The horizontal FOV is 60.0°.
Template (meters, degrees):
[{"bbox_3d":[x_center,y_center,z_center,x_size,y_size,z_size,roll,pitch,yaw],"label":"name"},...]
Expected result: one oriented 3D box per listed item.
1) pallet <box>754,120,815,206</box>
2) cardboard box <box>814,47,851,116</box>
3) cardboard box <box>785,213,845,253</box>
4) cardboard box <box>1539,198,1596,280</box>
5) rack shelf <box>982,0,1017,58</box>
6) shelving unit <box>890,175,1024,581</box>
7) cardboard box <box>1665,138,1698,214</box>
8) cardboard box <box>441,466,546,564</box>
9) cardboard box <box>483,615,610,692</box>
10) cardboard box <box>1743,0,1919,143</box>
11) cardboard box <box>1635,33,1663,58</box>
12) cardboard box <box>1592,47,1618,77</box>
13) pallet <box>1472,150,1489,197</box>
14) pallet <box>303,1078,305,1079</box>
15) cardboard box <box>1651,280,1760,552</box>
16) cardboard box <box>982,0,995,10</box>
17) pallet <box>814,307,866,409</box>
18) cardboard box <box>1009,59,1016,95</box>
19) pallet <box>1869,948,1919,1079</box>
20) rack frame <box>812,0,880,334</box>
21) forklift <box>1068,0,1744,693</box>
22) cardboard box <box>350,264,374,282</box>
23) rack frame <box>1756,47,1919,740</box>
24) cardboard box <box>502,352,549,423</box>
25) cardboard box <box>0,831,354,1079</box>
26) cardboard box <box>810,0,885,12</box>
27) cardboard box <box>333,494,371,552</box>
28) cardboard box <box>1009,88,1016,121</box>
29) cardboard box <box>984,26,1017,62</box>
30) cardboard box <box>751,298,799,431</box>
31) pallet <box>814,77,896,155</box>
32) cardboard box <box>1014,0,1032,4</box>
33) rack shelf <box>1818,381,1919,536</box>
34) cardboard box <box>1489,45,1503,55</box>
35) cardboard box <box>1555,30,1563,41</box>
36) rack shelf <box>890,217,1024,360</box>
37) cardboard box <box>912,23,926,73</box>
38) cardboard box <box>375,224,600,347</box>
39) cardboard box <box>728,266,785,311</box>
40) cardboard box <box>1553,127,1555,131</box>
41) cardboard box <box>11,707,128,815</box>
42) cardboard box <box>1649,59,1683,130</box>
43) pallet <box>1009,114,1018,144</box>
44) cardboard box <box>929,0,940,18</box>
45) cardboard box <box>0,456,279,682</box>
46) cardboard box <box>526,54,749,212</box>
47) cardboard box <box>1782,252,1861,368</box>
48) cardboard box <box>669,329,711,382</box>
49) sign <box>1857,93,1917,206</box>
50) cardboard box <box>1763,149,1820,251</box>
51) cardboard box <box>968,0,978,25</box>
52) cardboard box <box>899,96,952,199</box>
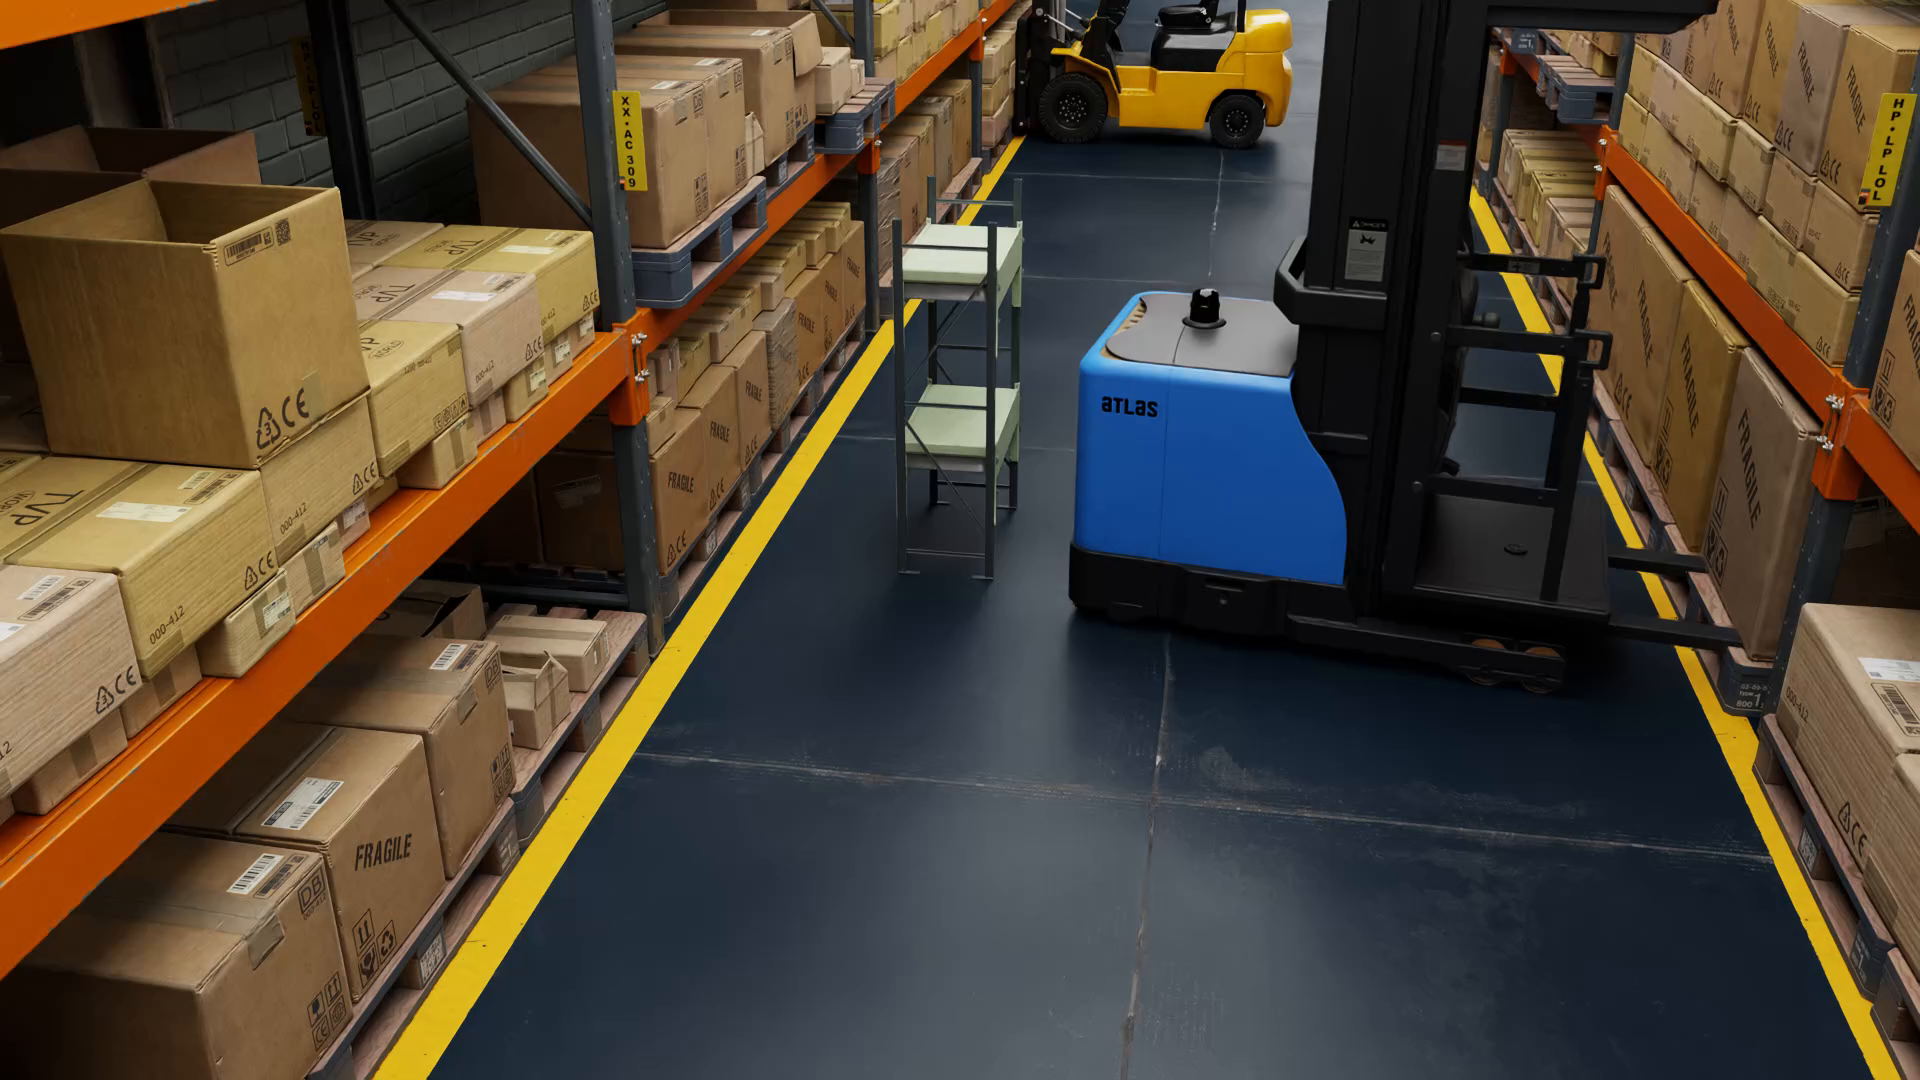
[{"bbox_3d":[-1.294,-1.737,7.649,1.003,0.211,1.213,4,25,9],"label":"pallet"},{"bbox_3d":[-0.834,-2.296,8.299,0.500,0.250,0.500,3,25,6],"label":"cardboard box"},{"bbox_3d":[-0.826,-1.649,8.923,0.380,0.149,0.250,3,25,6],"label":"cardboard box"},{"bbox_3d":[4.132,-1.840,10.247,0.950,0.372,0.625,4,25,8],"label":"cardboard box"},{"bbox_3d":[0.000,-4.821,14.860,1.077,0.370,4.000,4,25,9],"label":"rack shelf"},{"bbox_3d":[0.001,-0.682,6.938,0.431,1.500,0.755,4,25,9],"label":"shelving unit"},{"bbox_3d":[3.431,-1.605,7.318,0.500,0.250,0.500,5,26,10],"label":"cardboard box"},{"bbox_3d":[-1.846,-0.249,6.696,0.500,0.500,0.500,4,25,8],"label":"cardboard box"},{"bbox_3d":[-1.436,0.390,5.747,0.380,0.149,0.250,3,25,7],"label":"cardboard box"},{"bbox_3d":[3.268,-1.752,6.158,0.500,0.500,0.500,5,26,10],"label":"cardboard box"},{"bbox_3d":[3.595,-2.604,7.977,0.500,0.500,0.500,3,25,7],"label":"cardboard box"},{"bbox_3d":[3.711,-2.642,9.157,0.380,0.149,0.250,4,25,9],"label":"cardboard box"},{"bbox_3d":[4.645,-2.989,13.386,1.003,0.211,1.213,4,25,9],"label":"pallet"},{"bbox_3d":[-2.147,1.606,3.570,1.003,0.211,1.213,4,25,9],"label":"pallet"},{"bbox_3d":[3.425,-0.493,6.777,0.875,0.875,0.875,5,26,10],"label":"cardboard box"},{"bbox_3d":[0.003,-4.523,13.257,0.500,0.500,0.500,3,25,7],"label":"cardboard box"},{"bbox_3d":[-1.140,-1.065,9.276,1.003,0.211,1.213,4,25,9],"label":"pallet"},{"bbox_3d":[0.230,-4.083,14.593,0.500,0.250,0.500,4,25,8],"label":"cardboard box"},{"bbox_3d":[2.864,1.465,3.871,1.003,0.211,1.213,4,25,9],"label":"pallet"},{"bbox_3d":[-0.981,-2.638,9.347,1.000,3.000,0.127,4,25,9],"label":"rack frame"},{"bbox_3d":[2.005,-1.022,5.976,3.031,2.935,1.130,8,26,16],"label":"forklift"},{"bbox_3d":[-2.057,-0.633,4.889,0.500,0.250,0.500,4,25,8],"label":"cardboard box"},{"bbox_3d":[3.263,-0.622,5.041,1.000,3.000,0.127,4,25,9],"label":"rack frame"},{"bbox_3d":[-1.477,-0.479,5.032,0.380,0.149,0.250,5,25,10],"label":"cardboard box"},{"bbox_3d":[-1.917,1.046,3.930,0.700,0.500,0.500,5,26,11],"label":"cardboard box"},{"bbox_3d":[-0.638,-3.089,9.429,0.380,0.149,0.250,5,26,10],"label":"cardboard box"},{"bbox_3d":[-1.707,-0.056,4.127,0.380,0.149,0.250,4,25,8],"label":"cardboard box"},{"bbox_3d":[0.215,-3.864,14.715,0.500,0.250,0.500,4,25,9],"label":"cardboard box"},{"bbox_3d":[0.225,-4.311,14.490,0.500,0.250,0.500,5,26,10],"label":"cardboard box"},{"bbox_3d":[-1.079,-0.858,7.997,0.500,0.500,0.500,3,25,7],"label":"cardboard box"},{"bbox_3d":[-1.022,-2.262,8.771,1.213,0.211,1.003,4,25,9],"label":"pallet"},{"bbox_3d":[0.559,-5.167,16.319,0.500,0.250,0.500,5,26,10],"label":"cardboard box"},{"bbox_3d":[2.936,0.540,3.407,1.077,0.370,4.000,4,25,9],"label":"rack shelf"},{"bbox_3d":[4.484,-3.732,13.547,0.500,0.500,0.500,4,25,9],"label":"cardboard box"},{"bbox_3d":[3.913,-3.179,10.303,0.380,0.149,0.250,3,25,7],"label":"cardboard box"},{"bbox_3d":[0.001,-1.036,6.773,0.431,0.370,0.720,4,25,9],"label":"rack shelf"},{"bbox_3d":[-0.503,-3.164,10.649,0.500,0.250,0.500,3,25,7],"label":"cardboard box"},{"bbox_3d":[-1.477,-0.801,5.250,0.500,0.250,0.500,5,25,10],"label":"cardboard box"},{"bbox_3d":[-1.056,-1.213,7.990,0.380,0.149,0.250,3,25,6],"label":"cardboard box"},{"bbox_3d":[4.933,-3.141,13.170,0.500,0.250,0.500,3,25,6],"label":"cardboard box"},{"bbox_3d":[-1.858,0.380,3.196,0.380,0.149,0.250,5,26,10],"label":"cardboard box"},{"bbox_3d":[3.505,-2.043,7.663,0.500,0.250,0.500,5,25,10],"label":"cardboard box"},{"bbox_3d":[0.041,-3.889,15.309,1.003,0.211,1.213,4,25,9],"label":"pallet"},{"bbox_3d":[-0.422,-3.607,11.005,0.500,0.250,0.500,4,25,9],"label":"cardboard box"},{"bbox_3d":[-1.787,0.047,3.437,0.500,0.250,0.500,4,25,8],"label":"cardboard box"},{"bbox_3d":[-1.250,-1.603,6.524,0.700,0.500,0.500,4,25,9],"label":"cardboard box"},{"bbox_3d":[3.088,-0.759,5.511,0.500,0.250,0.500,3,25,7],"label":"cardboard box"},{"bbox_3d":[-1.282,-0.793,7.094,0.380,0.149,0.250,4,25,8],"label":"cardboard box"},{"bbox_3d":[2.726,-1.144,4.884,0.100,0.325,0.005,4,25,9],"label":"sign"},{"bbox_3d":[3.170,-1.192,5.844,0.500,0.250,0.500,5,25,10],"label":"cardboard box"},{"bbox_3d":[-0.151,-4.014,12.463,0.500,0.250,0.500,5,25,10],"label":"cardboard box"},{"bbox_3d":[-0.536,-2.882,12.175,0.875,0.625,0.625,4,25,8],"label":"cardboard box"}]
